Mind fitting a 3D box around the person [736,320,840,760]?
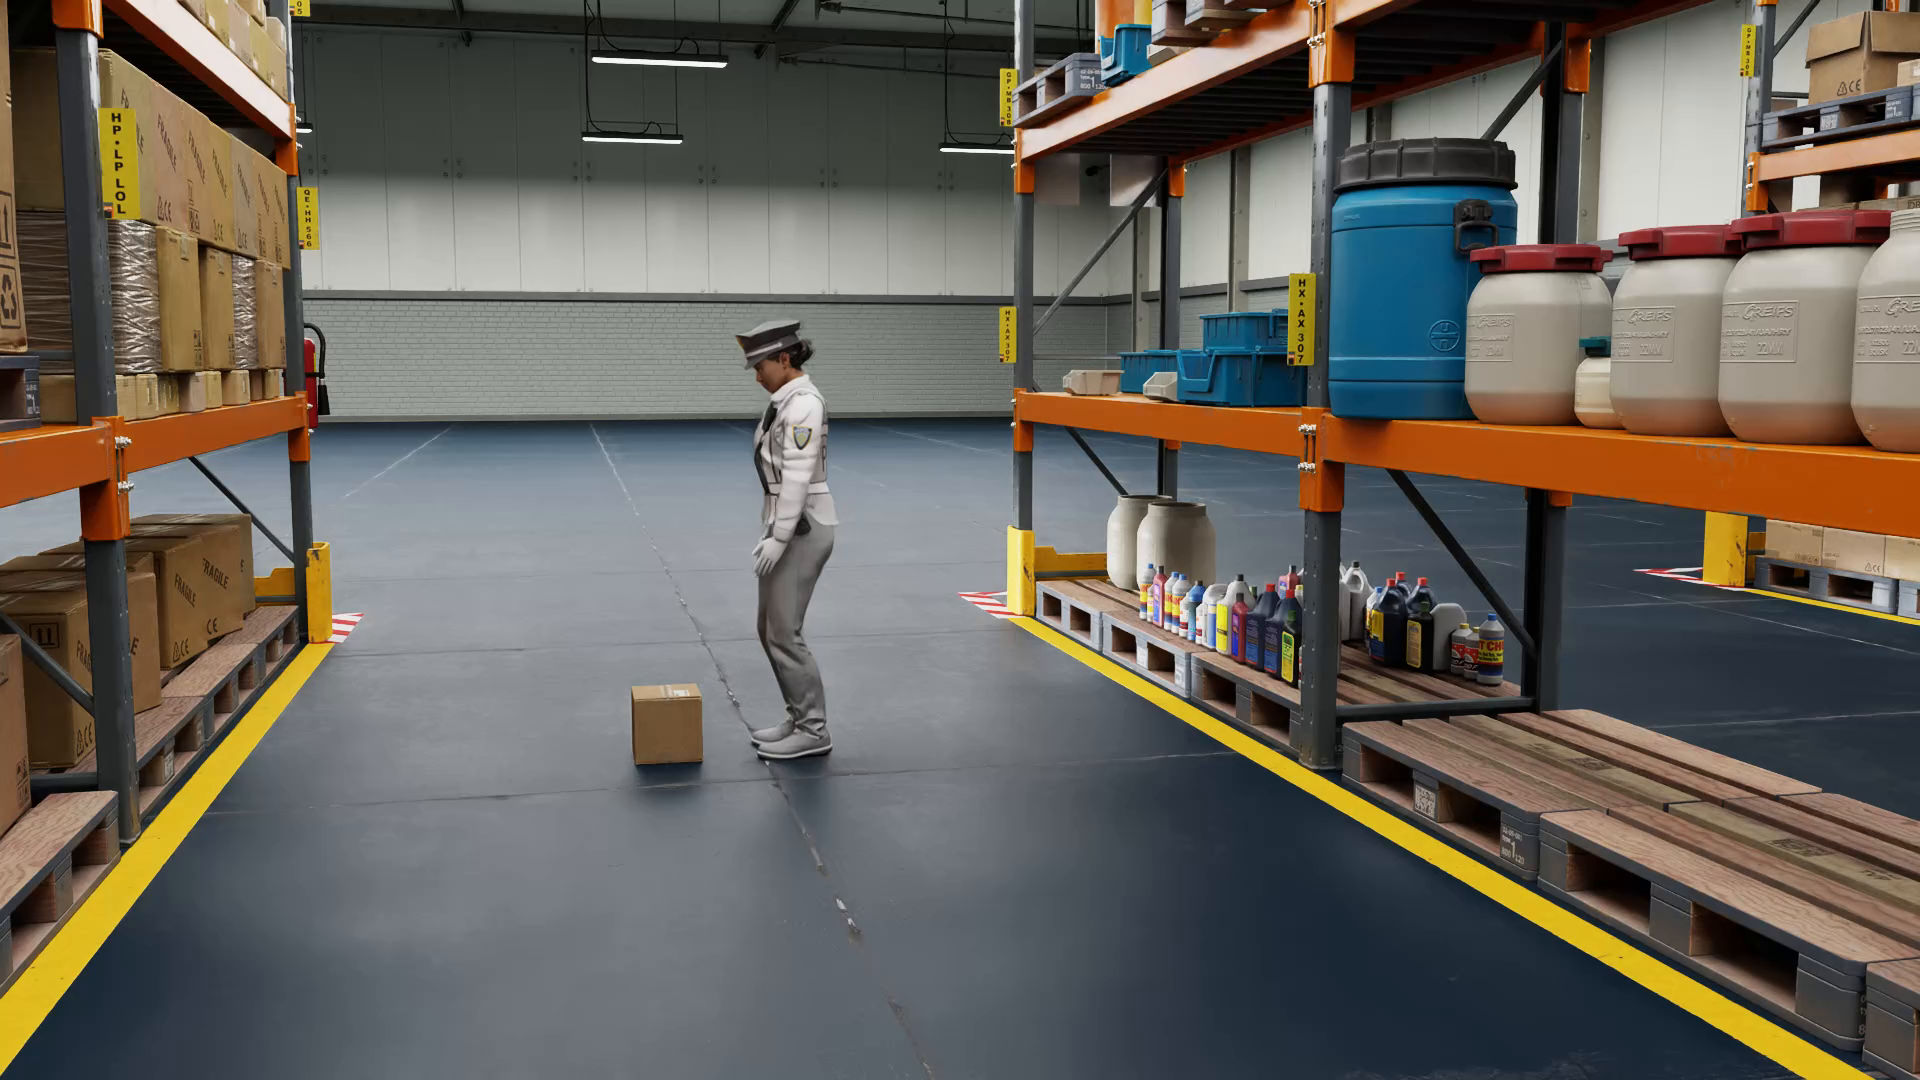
[{"bbox_3d":[-0.650,-0.002,6.311,0.381,1.651,0.485,-1,6,-12],"label":"person"}]
